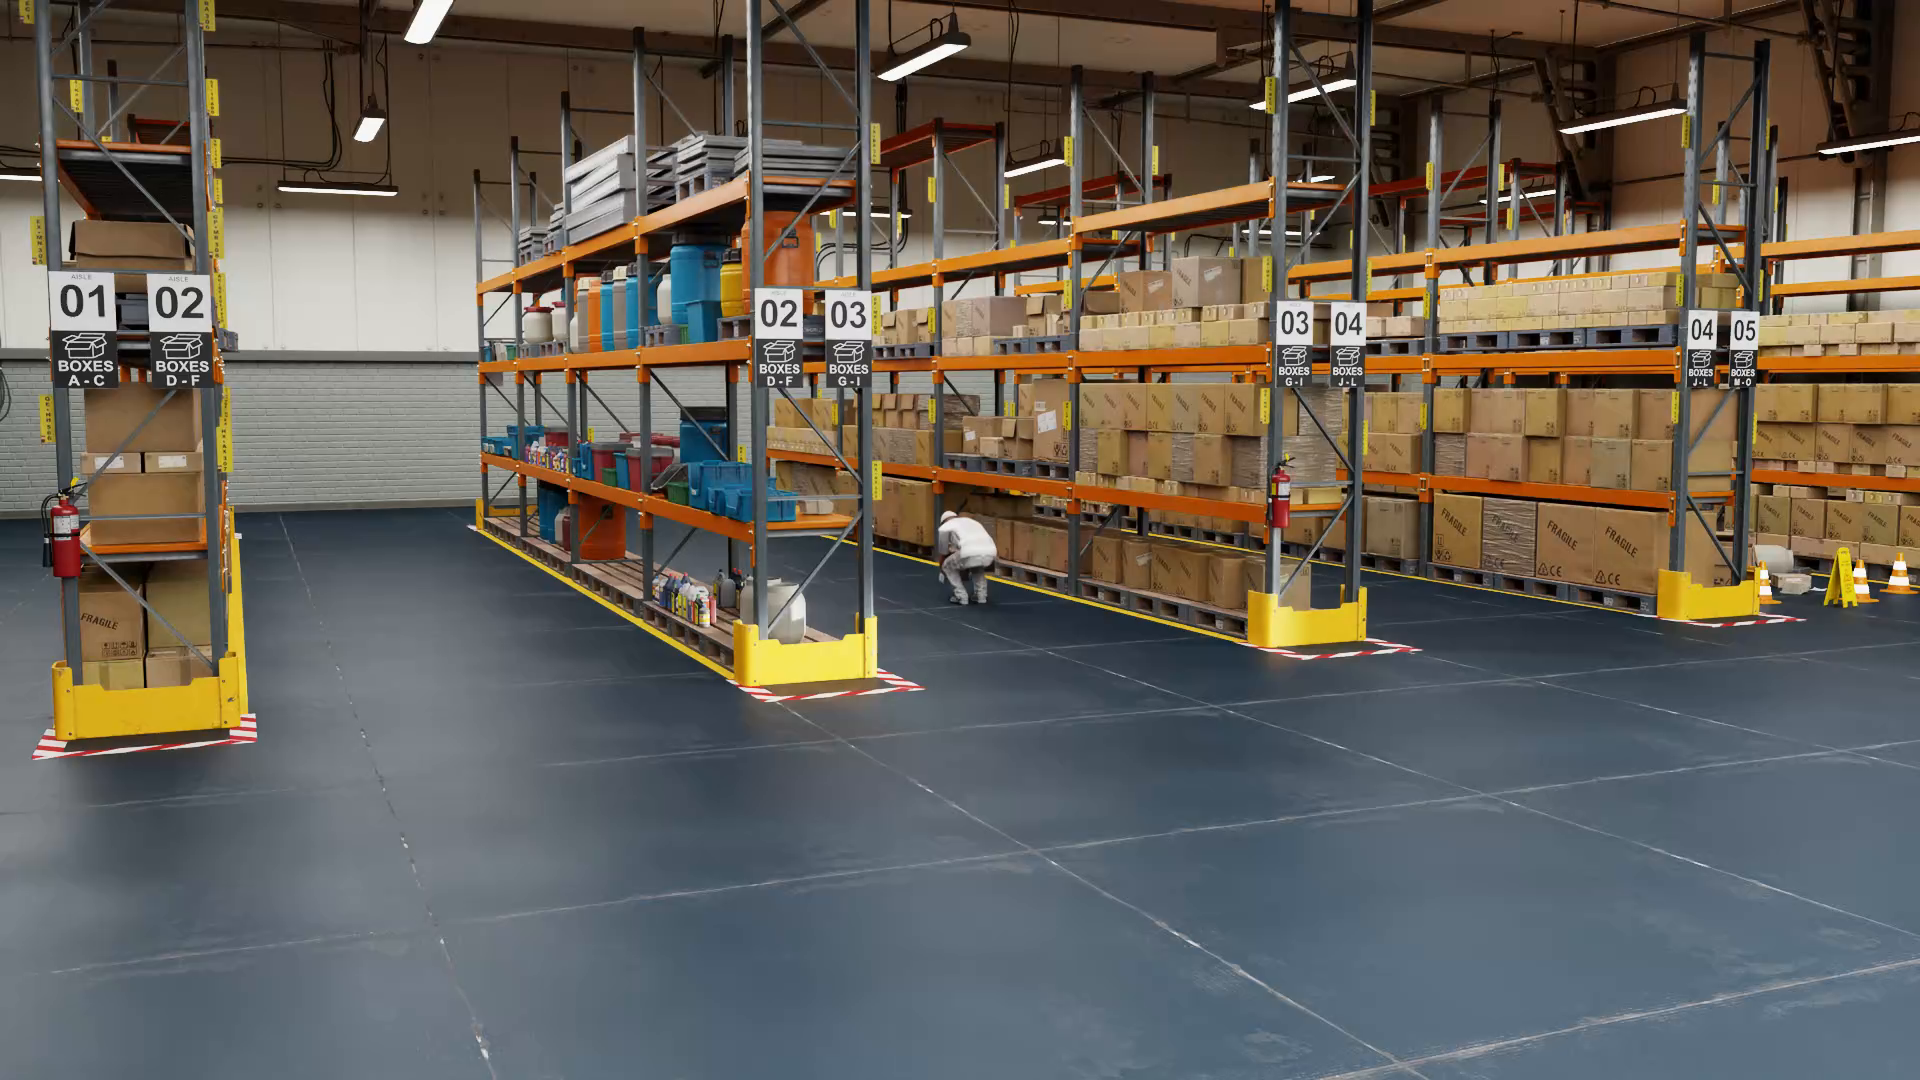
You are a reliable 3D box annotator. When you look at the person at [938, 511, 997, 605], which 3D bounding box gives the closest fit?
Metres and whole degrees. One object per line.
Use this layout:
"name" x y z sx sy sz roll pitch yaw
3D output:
"person" 0.044 0.198 18.710 0.547 1.004 0.920 -3 6 -25
